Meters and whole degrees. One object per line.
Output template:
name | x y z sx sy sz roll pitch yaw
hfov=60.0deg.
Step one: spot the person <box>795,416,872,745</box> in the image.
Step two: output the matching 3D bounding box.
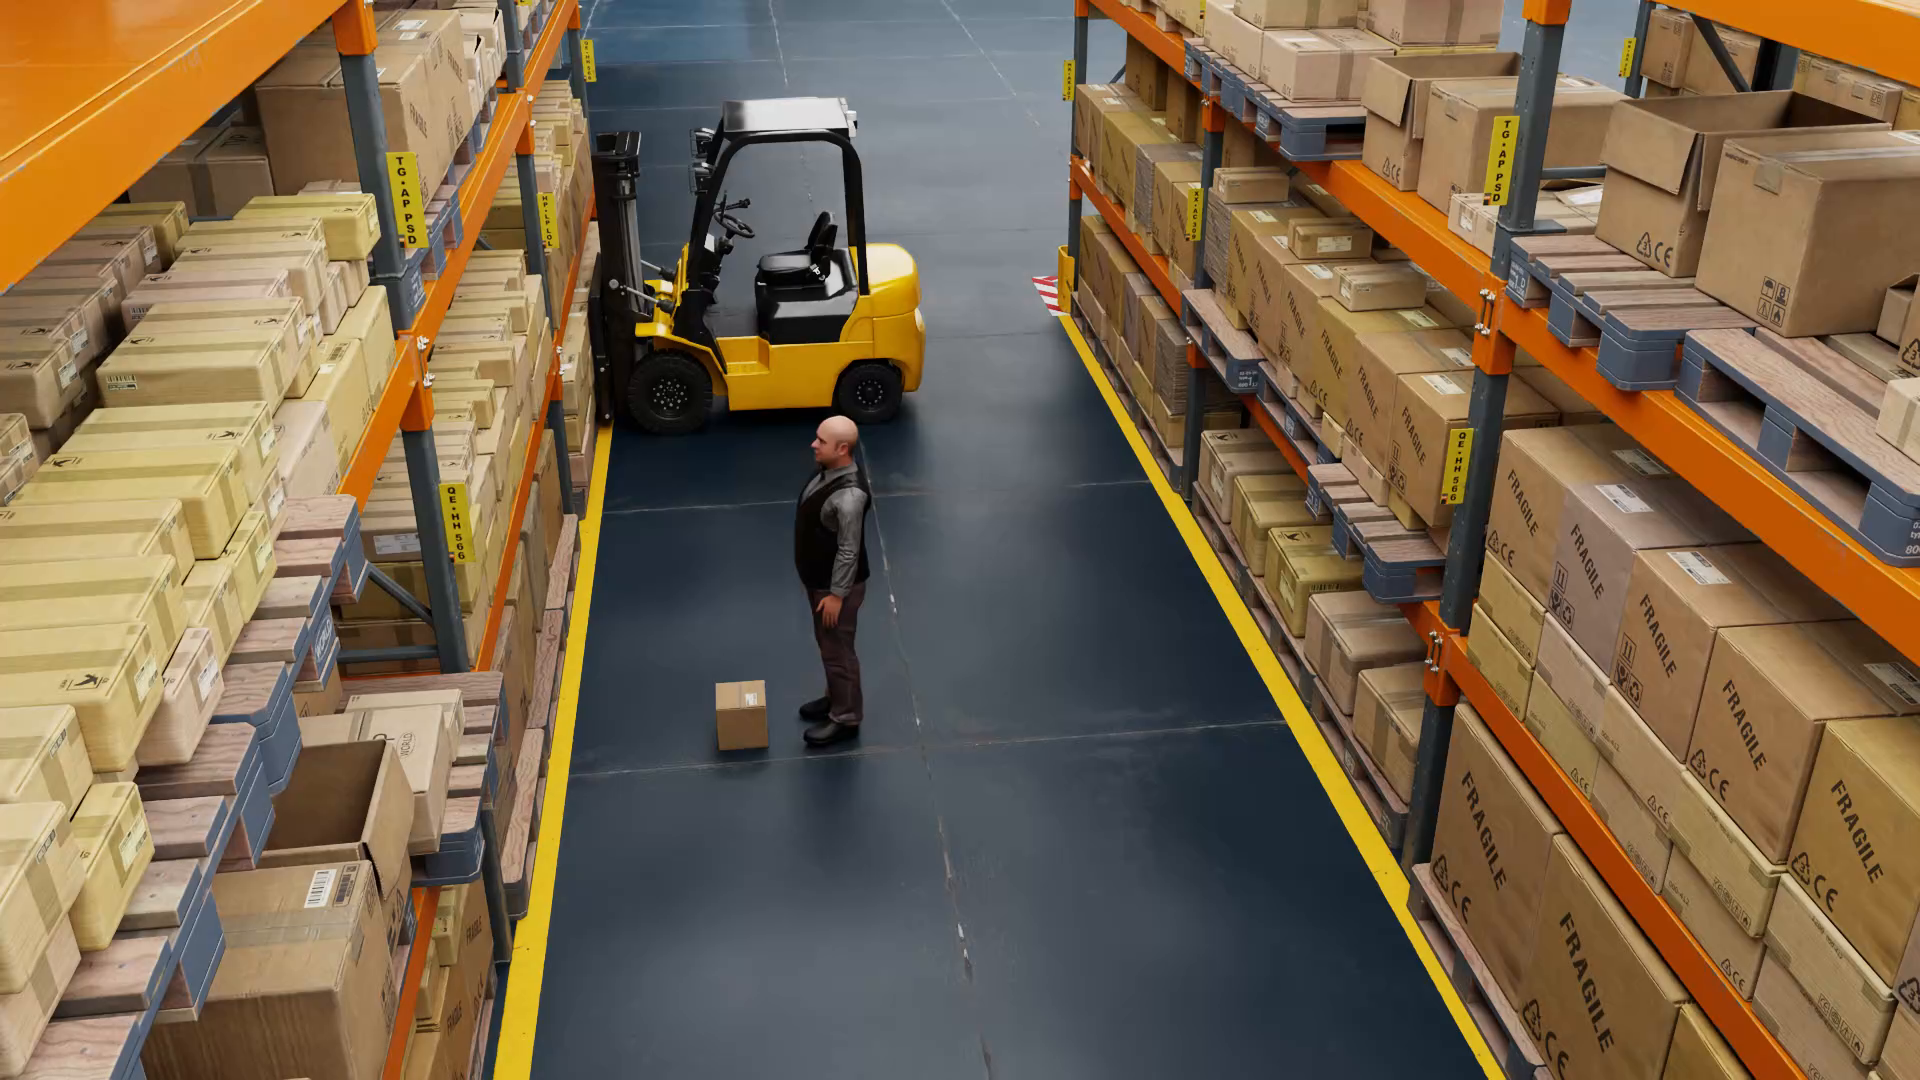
person | -0.636 0.201 8.214 0.387 1.735 0.553 -7 28 -13
